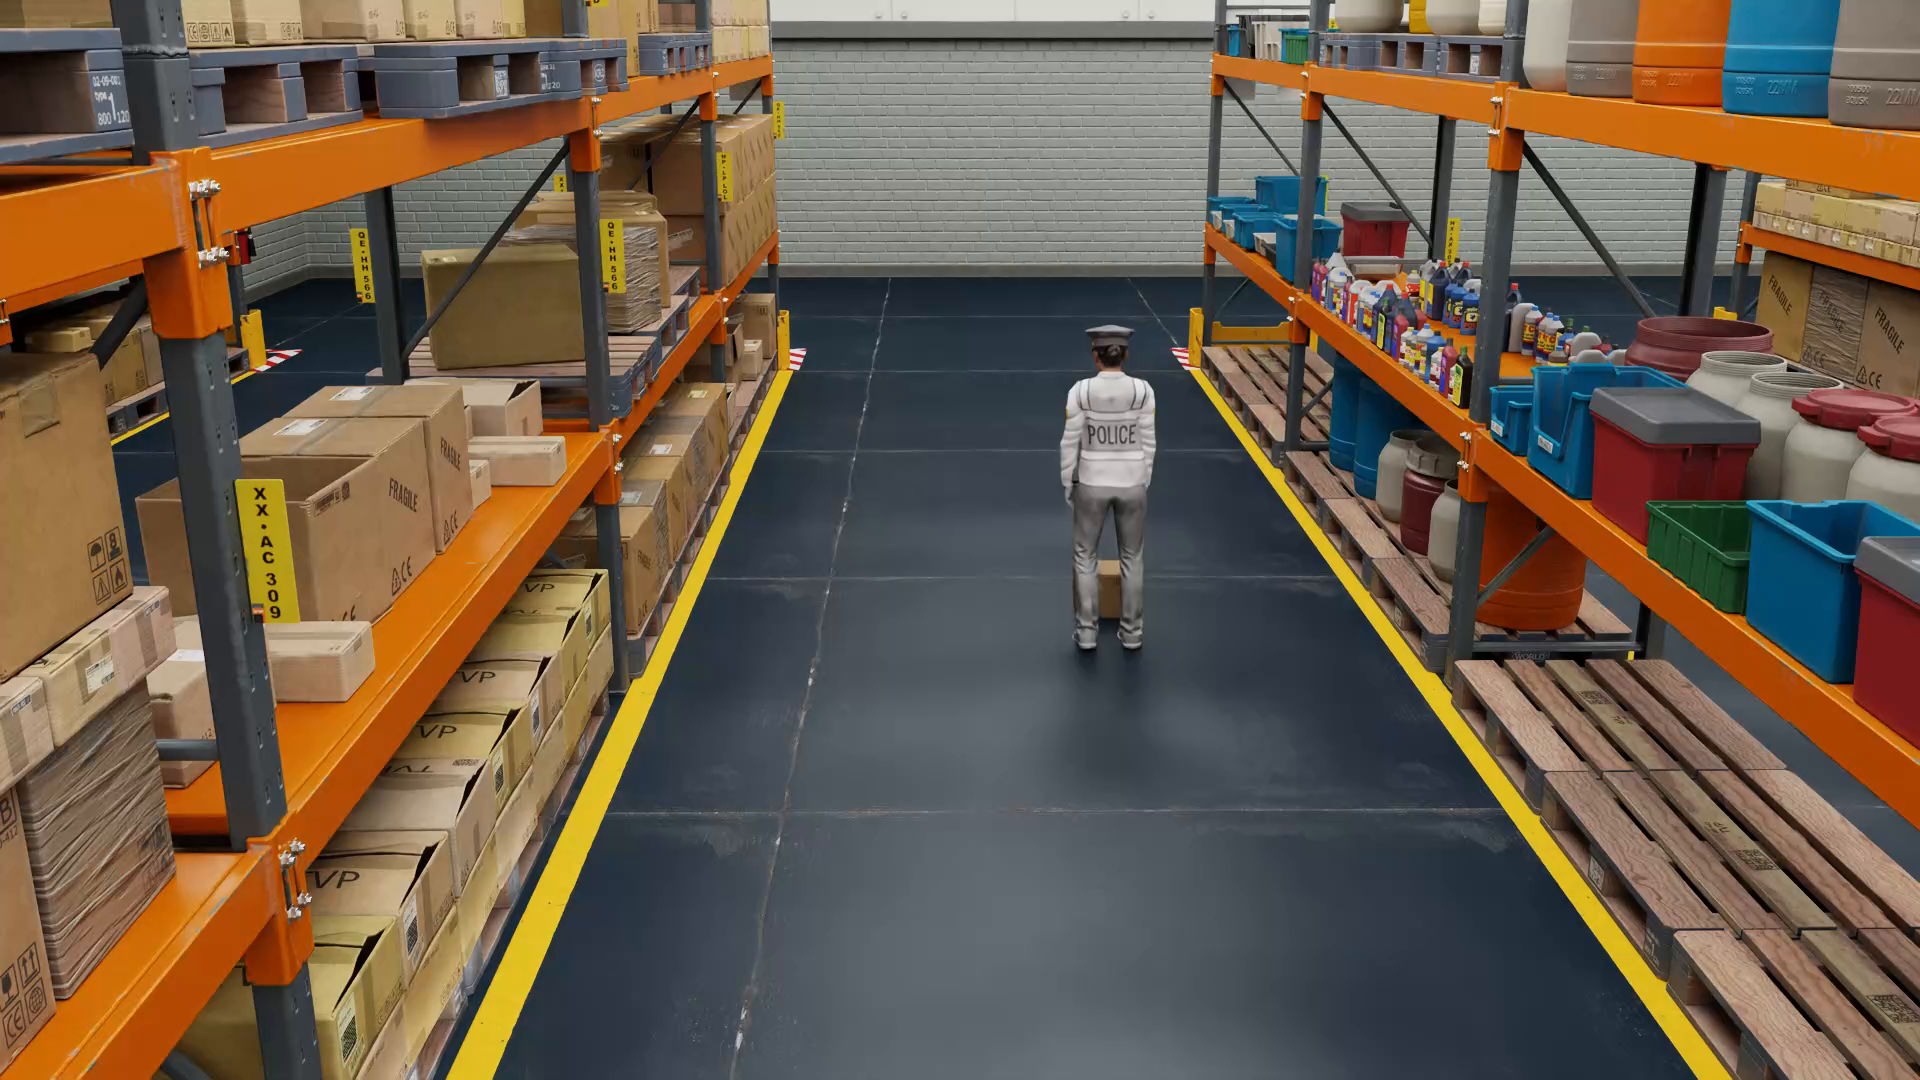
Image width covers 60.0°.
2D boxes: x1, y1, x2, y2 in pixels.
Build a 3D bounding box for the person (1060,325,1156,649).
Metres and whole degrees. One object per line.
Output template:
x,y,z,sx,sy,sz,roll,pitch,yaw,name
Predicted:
0.739,-0.253,8.394,0.479,1.659,0.352,0,17,0,person
